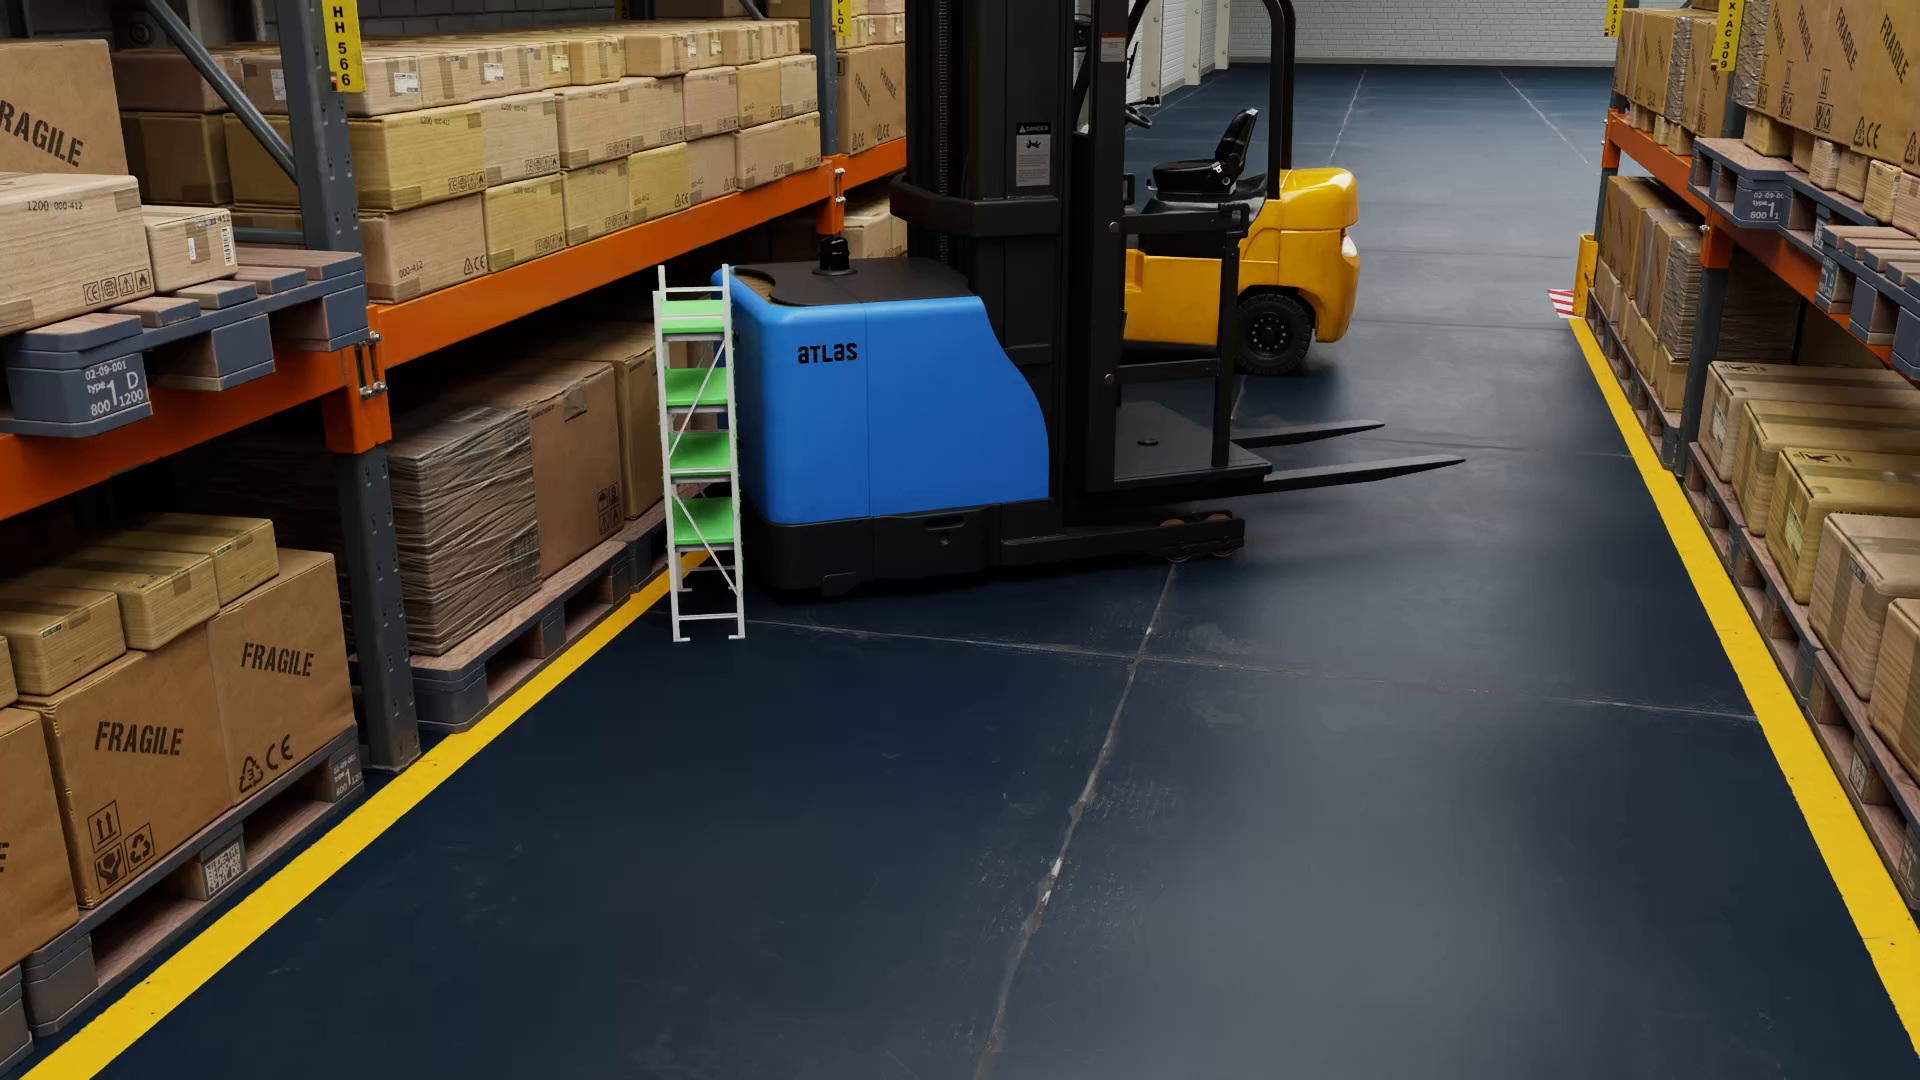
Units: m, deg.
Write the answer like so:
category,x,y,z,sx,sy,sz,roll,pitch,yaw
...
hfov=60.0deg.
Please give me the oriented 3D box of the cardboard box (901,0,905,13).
category,x,y,z,sx,sy,sz,roll,pitch,yaw
cardboard box,-0.492,-2.959,9.093,0.380,0.149,0.250,4,19,13

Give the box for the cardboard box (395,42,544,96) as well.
category,x,y,z,sx,sy,sz,roll,pitch,yaw
cardboard box,-1.548,-1.489,5.247,0.380,0.149,0.250,5,19,14

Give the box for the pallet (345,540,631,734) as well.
category,x,y,z,sx,sy,sz,roll,pitch,yaw
pallet,-1.826,0.256,5.611,1.003,0.211,1.213,5,19,13

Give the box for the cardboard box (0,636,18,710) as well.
category,x,y,z,sx,sy,sz,roll,pitch,yaw
cardboard box,-2.192,0.290,3.412,0.380,0.149,0.250,5,20,15

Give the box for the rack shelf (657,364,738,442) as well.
category,x,y,z,sx,sy,sz,roll,pitch,yaw
rack shelf,-0.891,-0.473,5.670,0.258,0.148,0.480,-3,19,-7

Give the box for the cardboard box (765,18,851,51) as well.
category,x,y,z,sx,sy,sz,roll,pitch,yaw
cardboard box,-0.755,-2.495,8.195,0.380,0.149,0.250,4,19,13

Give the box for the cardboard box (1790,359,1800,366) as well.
category,x,y,z,sx,sy,sz,roll,pitch,yaw
cardboard box,4.132,-0.732,7.795,0.500,0.250,0.500,4,19,11

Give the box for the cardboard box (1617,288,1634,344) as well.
category,x,y,z,sx,sy,sz,roll,pitch,yaw
cardboard box,3.985,-1.260,9.340,0.500,0.250,0.500,6,20,17

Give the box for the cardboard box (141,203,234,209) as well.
category,x,y,z,sx,sy,sz,roll,pitch,yaw
cardboard box,-2.203,-0.898,4.909,0.500,0.250,0.500,4,19,12

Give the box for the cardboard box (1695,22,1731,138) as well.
category,x,y,z,sx,sy,sz,roll,pitch,yaw
cardboard box,3.594,-2.018,7.341,0.500,0.500,0.500,4,19,12

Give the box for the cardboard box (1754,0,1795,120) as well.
category,x,y,z,sx,sy,sz,roll,pitch,yaw
cardboard box,3.212,-1.777,5.984,0.500,0.500,0.500,5,19,14

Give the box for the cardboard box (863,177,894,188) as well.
category,x,y,z,sx,sy,sz,roll,pitch,yaw
cardboard box,-0.284,-2.040,10.076,0.500,0.250,0.500,4,19,12

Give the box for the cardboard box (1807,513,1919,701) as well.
category,x,y,z,sx,sy,sz,roll,pitch,yaw
cardboard box,3.069,0.219,4.821,0.950,0.372,0.625,4,19,12

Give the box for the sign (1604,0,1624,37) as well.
category,x,y,z,sx,sy,sz,roll,pitch,yaw
sign,4.178,-3.377,10.596,0.100,0.325,0.005,5,19,13

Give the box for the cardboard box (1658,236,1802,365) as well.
category,x,y,z,sx,sy,sz,roll,pitch,yaw
cardboard box,3.611,-1.130,7.800,0.500,0.500,0.500,4,19,13

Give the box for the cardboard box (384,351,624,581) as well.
category,x,y,z,sx,sy,sz,roll,pitch,yaw
cardboard box,-1.747,-0.283,5.900,0.875,0.625,0.625,5,20,15

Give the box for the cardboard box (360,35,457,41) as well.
category,x,y,z,sx,sy,sz,roll,pitch,yaw
cardboard box,-1.992,-1.691,5.839,0.380,0.149,0.250,4,19,12

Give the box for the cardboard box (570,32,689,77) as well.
category,x,y,z,sx,sy,sz,roll,pitch,yaw
cardboard box,-1.229,-1.800,6.158,0.380,0.149,0.250,4,19,12

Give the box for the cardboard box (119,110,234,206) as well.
category,x,y,z,sx,sy,sz,roll,pitch,yaw
cardboard box,-2.225,-1.137,4.833,0.500,0.250,0.500,5,20,15

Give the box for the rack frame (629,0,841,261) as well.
category,x,y,z,sx,sy,sz,roll,pitch,yaw
rack frame,-1.088,-2.062,8.084,1.000,3.000,0.127,5,19,13

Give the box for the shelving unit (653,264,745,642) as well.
category,x,y,z,sx,sy,sz,roll,pitch,yaw
shelving unit,-0.891,-0.306,5.727,0.258,1.200,0.503,-3,19,-7

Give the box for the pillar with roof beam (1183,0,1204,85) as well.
category,x,y,z,sx,sy,sz,roll,pitch,yaw
pillar with roof beam,8.884,-13.190,31.382,9.100,9.000,0.400,5,19,13

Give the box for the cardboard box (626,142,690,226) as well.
category,x,y,z,sx,sy,sz,roll,pitch,yaw
cardboard box,-1.344,-1.339,6.199,0.500,0.250,0.500,5,20,15

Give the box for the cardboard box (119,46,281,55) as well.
category,x,y,z,sx,sy,sz,roll,pitch,yaw
cardboard box,-2.226,-1.371,4.904,0.380,0.149,0.250,5,20,15

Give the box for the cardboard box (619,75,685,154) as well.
category,x,y,z,sx,sy,sz,roll,pitch,yaw
cardboard box,-1.351,-1.575,6.118,0.500,0.250,0.500,5,19,14

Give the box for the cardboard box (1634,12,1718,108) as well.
category,x,y,z,sx,sy,sz,roll,pitch,yaw
cardboard box,4.072,-2.664,9.232,0.500,0.500,0.500,4,19,12

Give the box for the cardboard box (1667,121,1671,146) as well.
category,x,y,z,sx,sy,sz,roll,pitch,yaw
cardboard box,3.846,-2.074,8.507,0.380,0.149,0.250,4,19,12

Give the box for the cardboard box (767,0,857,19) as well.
category,x,y,z,sx,sy,sz,roll,pitch,yaw
cardboard box,-0.722,-2.634,8.139,0.380,0.149,0.250,5,20,14

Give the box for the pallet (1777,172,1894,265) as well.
category,x,y,z,sx,sy,sz,roll,pitch,yaw
pallet,3.193,-0.950,5.126,1.003,0.211,1.213,5,19,13

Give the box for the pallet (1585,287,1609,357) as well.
category,x,y,z,sx,sy,sz,roll,pitch,yaw
pallet,4.452,-1.330,10.254,1.003,0.211,1.213,5,19,13

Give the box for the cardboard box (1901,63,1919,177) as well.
category,x,y,z,sx,sy,sz,roll,pitch,yaw
cardboard box,2.706,-1.132,4.095,0.500,0.500,0.500,4,19,13

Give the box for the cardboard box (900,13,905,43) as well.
category,x,y,z,sx,sy,sz,roll,pitch,yaw
cardboard box,-0.459,-2.814,9.128,0.380,0.149,0.250,4,19,13

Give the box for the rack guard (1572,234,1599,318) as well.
category,x,y,z,sx,sy,sz,roll,pitch,yaw
rack guard,4.685,-1.718,10.945,1.175,0.500,0.348,5,19,13

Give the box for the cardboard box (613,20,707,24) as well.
category,x,y,z,sx,sy,sz,roll,pitch,yaw
cardboard box,-1.382,-2.323,7.690,0.380,0.149,0.250,4,19,12

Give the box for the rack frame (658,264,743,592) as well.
category,x,y,z,sx,sy,sz,roll,pitch,yaw
rack frame,-0.924,-0.384,5.956,0.240,1.200,0.015,-3,19,-7

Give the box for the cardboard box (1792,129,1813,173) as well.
category,x,y,z,sx,sy,sz,roll,pitch,yaw
cardboard box,3.117,-1.353,5.747,0.380,0.149,0.250,5,19,14

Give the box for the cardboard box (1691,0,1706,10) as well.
category,x,y,z,sx,sy,sz,roll,pitch,yaw
cardboard box,4.791,-3.409,9.865,0.700,0.500,0.500,4,19,12

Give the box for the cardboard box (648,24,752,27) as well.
category,x,y,z,sx,sy,sz,roll,pitch,yaw
cardboard box,-1.112,-2.137,7.145,0.380,0.149,0.250,5,19,13

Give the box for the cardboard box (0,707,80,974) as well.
category,x,y,z,sx,sy,sz,roll,pitch,yaw
cardboard box,-2.218,0.646,3.374,0.500,0.500,0.500,6,20,16

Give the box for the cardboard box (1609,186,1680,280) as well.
category,x,y,z,sx,sy,sz,roll,pitch,yaw
cardboard box,4.110,-1.775,9.687,0.500,0.500,0.500,4,19,11

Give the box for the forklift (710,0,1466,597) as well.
category,x,y,z,sx,sy,sz,roll,pitch,yaw
forklift,0.588,-1.453,6.408,3.031,2.935,1.130,-6,20,-18

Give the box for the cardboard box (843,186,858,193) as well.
category,x,y,z,sx,sy,sz,roll,pitch,yaw
cardboard box,-0.909,-1.920,9.725,0.500,0.250,0.500,5,19,14

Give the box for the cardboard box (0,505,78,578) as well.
category,x,y,z,sx,sy,sz,roll,pitch,yaw
cardboard box,-2.495,0.008,4.238,0.380,0.149,0.250,6,20,16

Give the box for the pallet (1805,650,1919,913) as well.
category,x,y,z,sx,sy,sz,roll,pitch,yaw
pallet,2.942,0.657,4.437,1.003,0.211,1.213,5,19,13

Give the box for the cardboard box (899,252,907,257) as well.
category,x,y,z,sx,sy,sz,roll,pitch,yaw
cardboard box,-0.549,-1.481,9.215,0.500,0.250,0.500,5,19,13

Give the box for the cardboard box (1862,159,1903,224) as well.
category,x,y,z,sx,sy,sz,roll,pitch,yaw
cardboard box,2.737,-0.957,4.586,0.380,0.149,0.250,5,19,14

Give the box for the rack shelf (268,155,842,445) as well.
category,x,y,z,sx,sy,sz,roll,pitch,yaw
rack shelf,-1.576,-1.095,6.365,1.077,0.370,4.000,5,19,13

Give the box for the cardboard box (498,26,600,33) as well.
category,x,y,z,sx,sy,sz,roll,pitch,yaw
cardboard box,-1.688,-2.007,6.765,0.380,0.149,0.250,5,19,13
